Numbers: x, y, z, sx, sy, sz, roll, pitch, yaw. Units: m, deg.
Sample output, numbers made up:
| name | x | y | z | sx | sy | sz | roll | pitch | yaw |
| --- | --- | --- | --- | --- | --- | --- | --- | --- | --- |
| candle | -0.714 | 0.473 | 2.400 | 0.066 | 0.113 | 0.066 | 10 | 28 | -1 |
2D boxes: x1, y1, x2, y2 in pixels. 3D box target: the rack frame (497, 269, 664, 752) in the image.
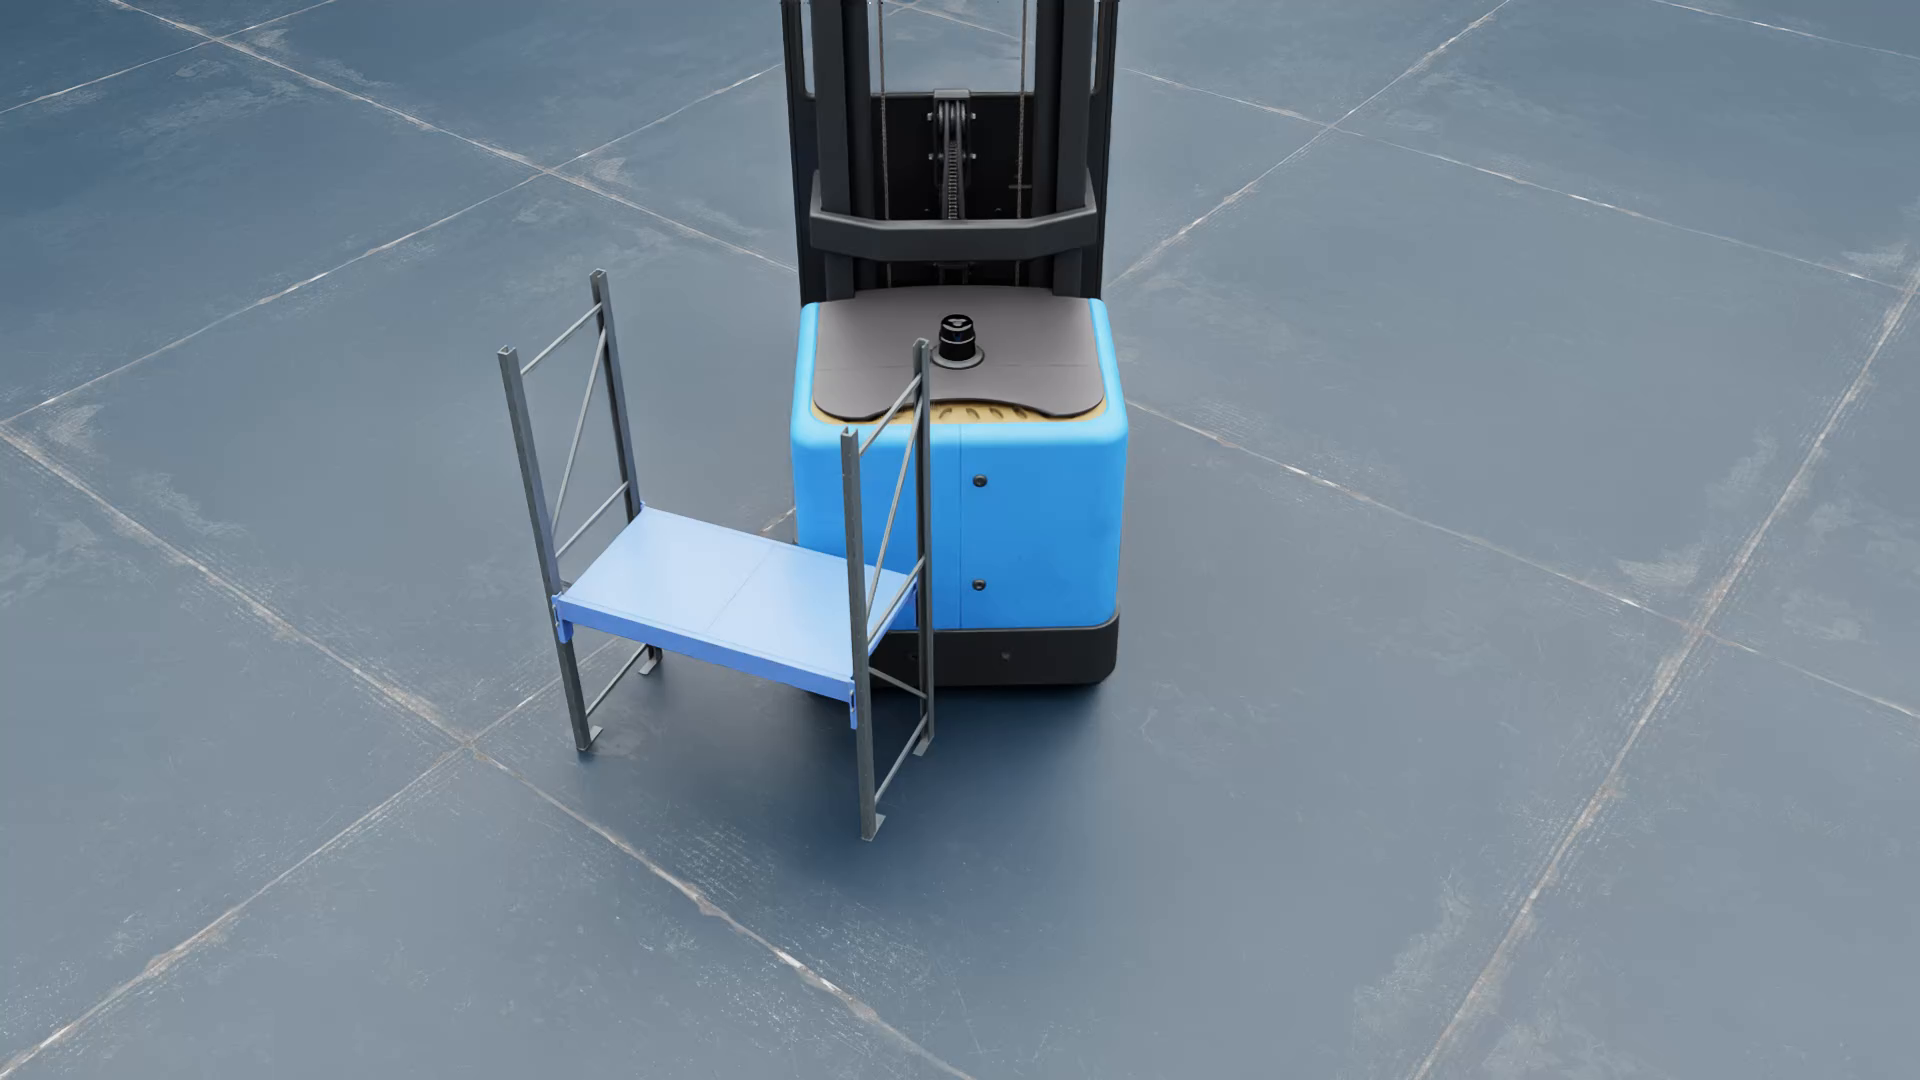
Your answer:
| name | x | y | z | sx | sy | sz | roll | pitch | yaw |
| --- | --- | --- | --- | --- | --- | --- | --- | --- | --- |
| rack frame | -1.132 | -0.051 | 5.099 | 0.032 | 1.500 | 0.500 | 14 | 40 | 17 |

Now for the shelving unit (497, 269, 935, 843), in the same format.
| name | x | y | z | sx | sy | sz | roll | pitch | yaw |
| --- | --- | --- | --- | --- | --- | --- | --- | --- | --- |
| shelving unit | -0.662 | 0.068 | 4.946 | 1.048 | 1.500 | 0.538 | 14 | 40 | 17 |

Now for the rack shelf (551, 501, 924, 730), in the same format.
| name | x | y | z | sx | sy | sz | roll | pitch | yaw |
| --- | --- | --- | --- | --- | --- | --- | --- | --- | --- |
| rack shelf | -0.662 | 0.210 | 5.057 | 1.000 | 0.185 | 0.538 | 14 | 40 | 17 |

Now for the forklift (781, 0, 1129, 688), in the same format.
| name | x | y | z | sx | sy | sz | roll | pitch | yaw |
| --- | --- | --- | --- | --- | --- | --- | --- | --- | --- |
| forklift | -0.041 | -1.547 | 5.848 | 1.130 | 2.935 | 3.031 | -1 | 38 | -1 |

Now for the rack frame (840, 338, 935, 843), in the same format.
| name | x | y | z | sx | sy | sz | roll | pitch | yaw |
| --- | --- | --- | --- | --- | --- | --- | --- | --- | --- |
| rack frame | -0.192 | 0.187 | 4.794 | 0.032 | 1.500 | 0.500 | 14 | 40 | 17 |
